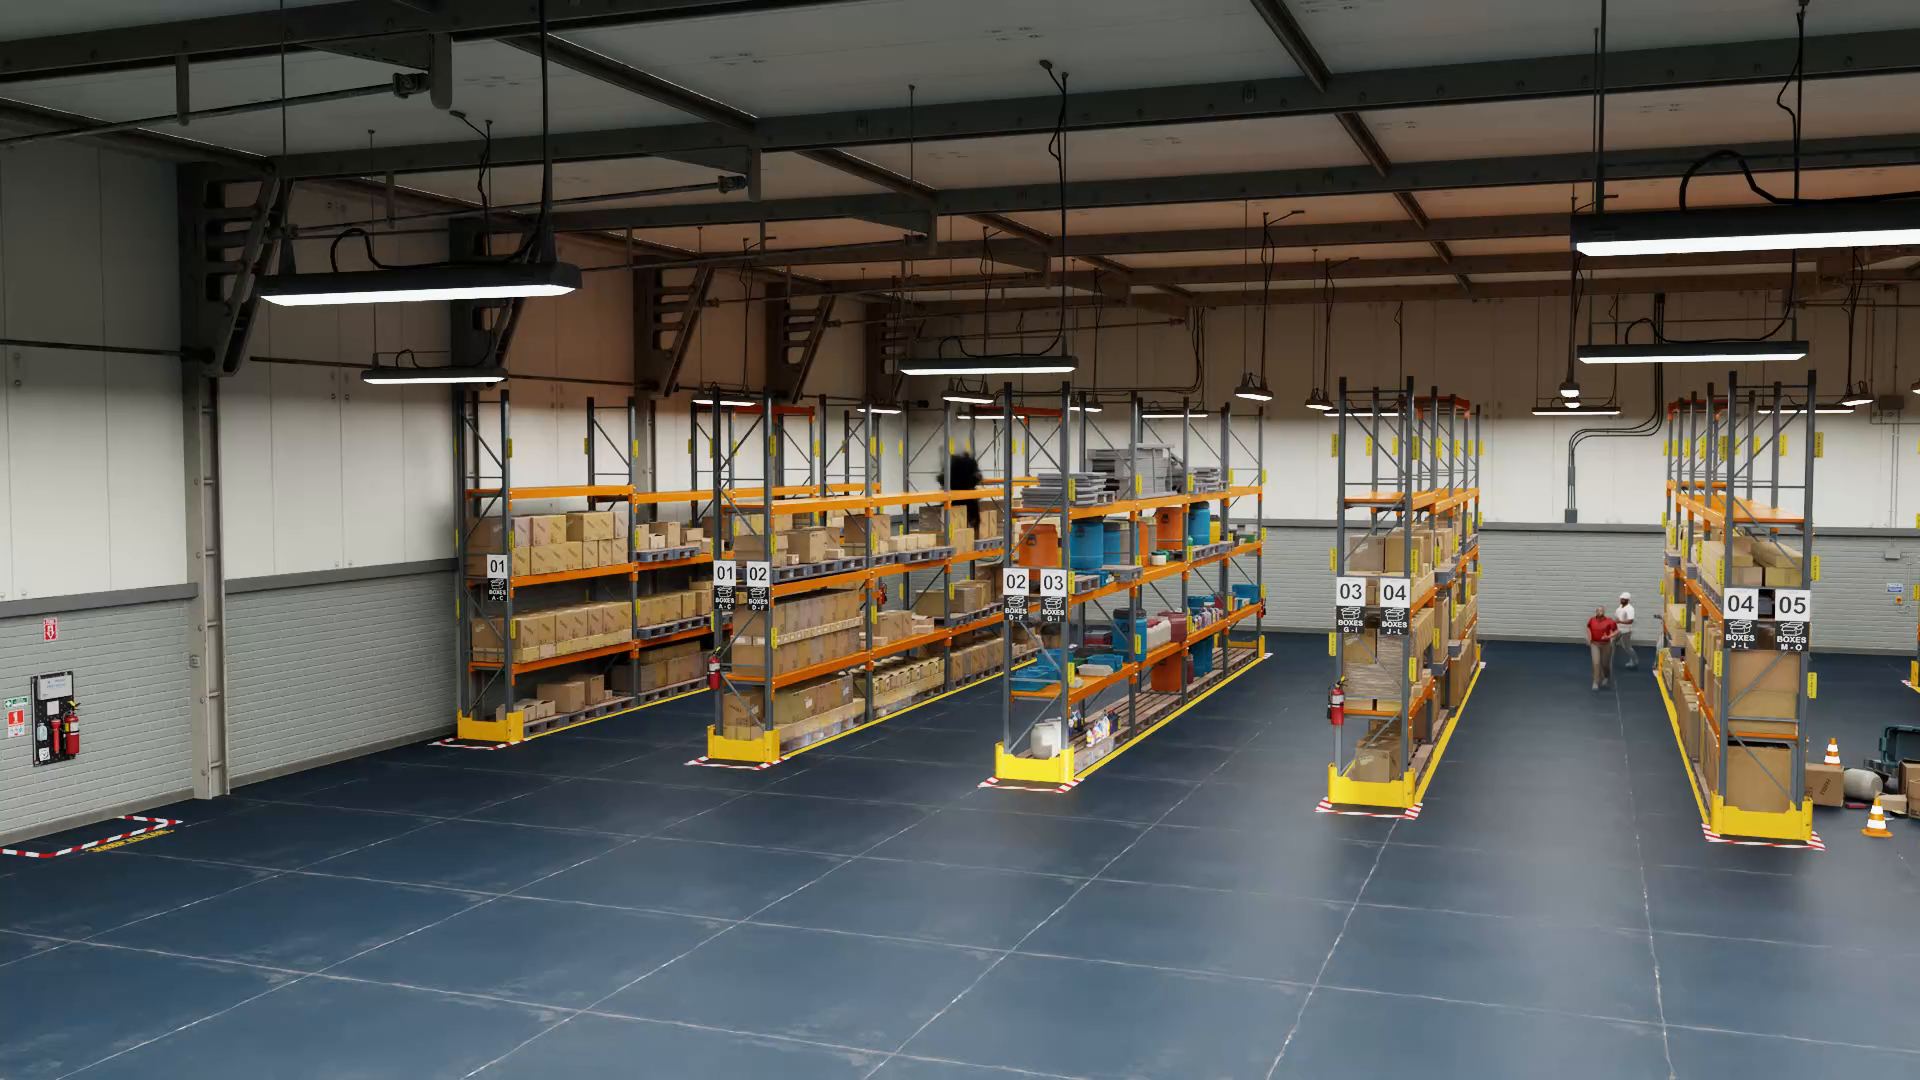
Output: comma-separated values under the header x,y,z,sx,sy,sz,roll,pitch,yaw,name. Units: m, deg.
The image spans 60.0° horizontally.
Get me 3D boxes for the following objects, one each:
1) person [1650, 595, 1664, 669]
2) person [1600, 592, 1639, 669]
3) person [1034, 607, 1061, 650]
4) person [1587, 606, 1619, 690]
x,y,z,sx,sy,sz,roll,pitch,yaw,name
16.084,2.073,37.575,0.909,1.823,0.707,1,3,13,person
15.007,2.057,37.554,0.882,1.770,0.705,-1,3,-10,person
1.837,1.973,33.845,0.657,1.765,0.881,1,3,10,person
13.263,2.210,34.356,0.656,1.713,0.956,2,4,30,person
